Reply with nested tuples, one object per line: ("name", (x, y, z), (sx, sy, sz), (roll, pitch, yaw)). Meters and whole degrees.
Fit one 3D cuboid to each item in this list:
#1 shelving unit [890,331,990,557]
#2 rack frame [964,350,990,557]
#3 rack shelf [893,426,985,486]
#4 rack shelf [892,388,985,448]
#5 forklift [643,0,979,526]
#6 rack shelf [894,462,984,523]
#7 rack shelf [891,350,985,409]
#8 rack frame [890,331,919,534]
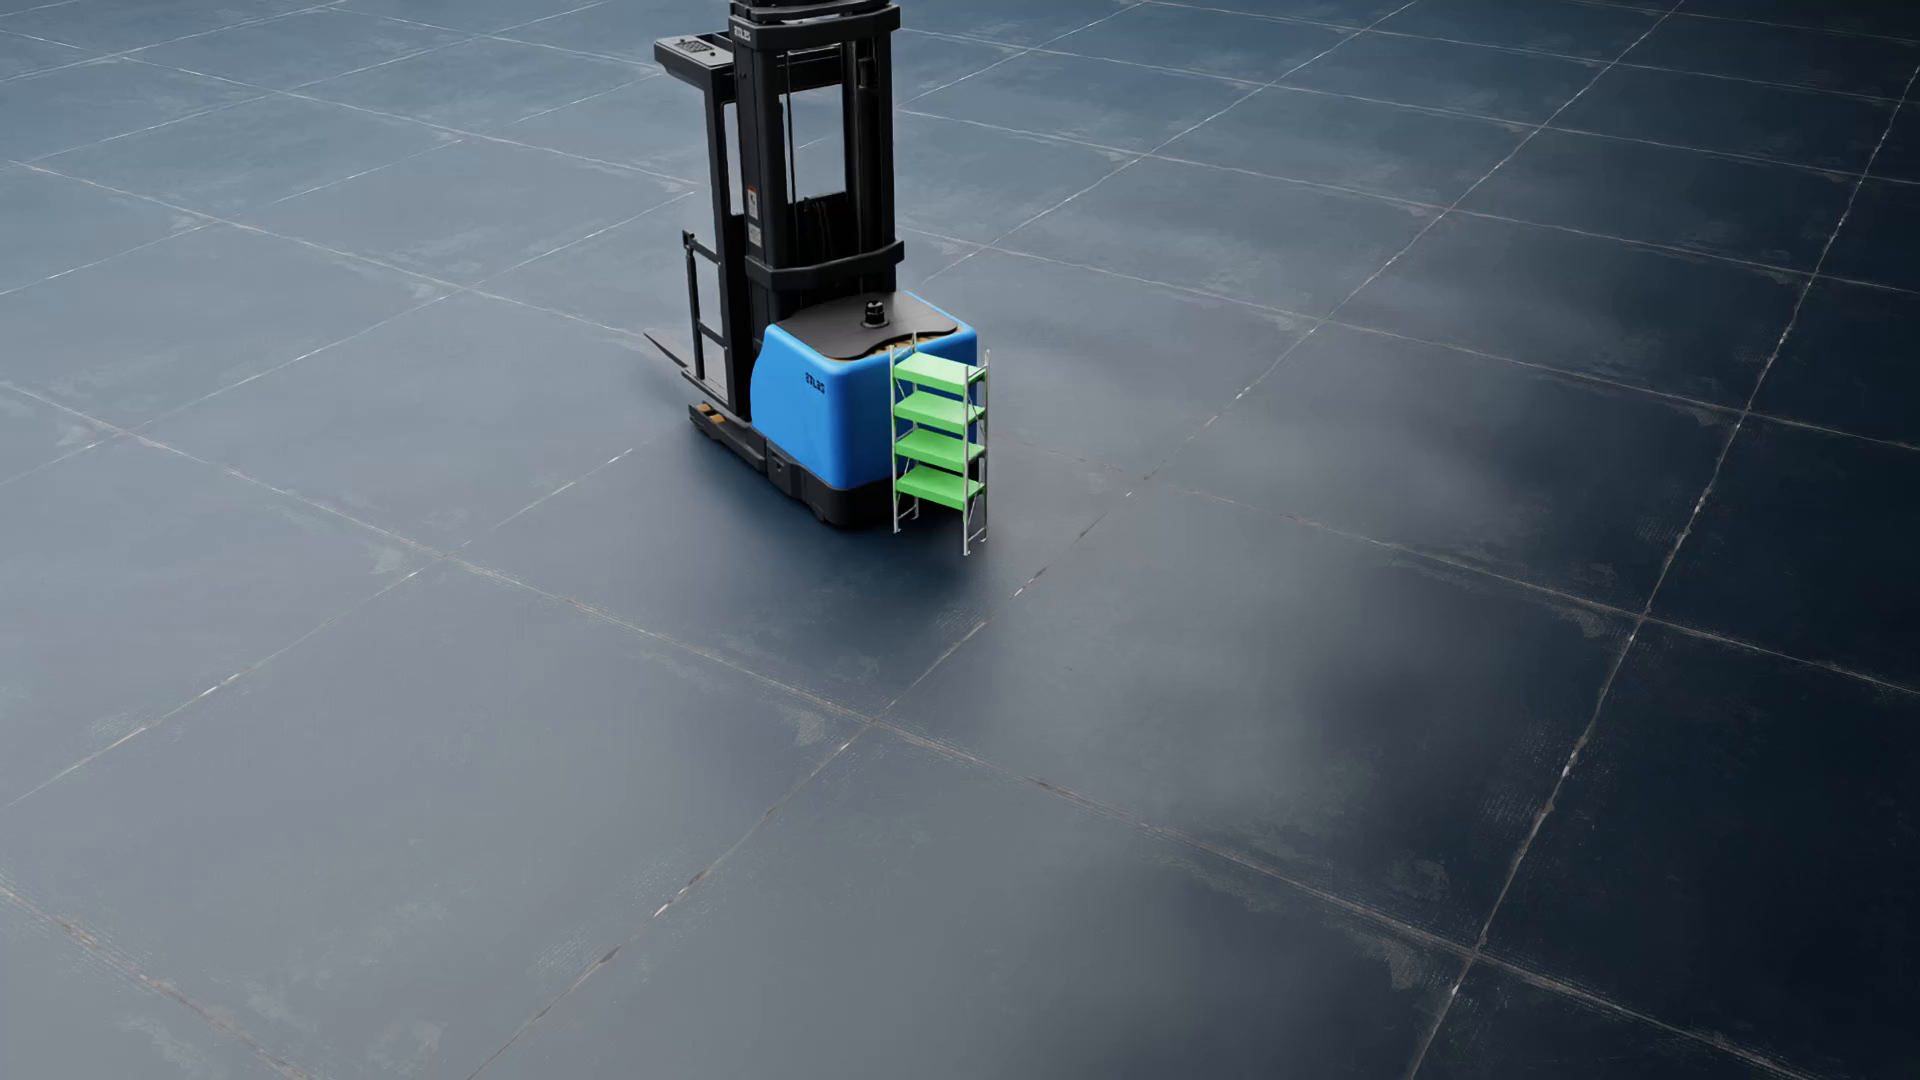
("shelving unit", (-0.113, -0.541, 9.487), (0.503, 1.200, 0.258), (18, 35, 28))
("rack frame", (0.093, -0.475, 9.374), (0.015, 1.200, 0.240), (18, 35, 28))
("rack shelf", (-0.113, -0.486, 9.519), (0.480, 0.148, 0.258), (18, 35, 28))
("rack shelf", (-0.113, -0.693, 9.398), (0.480, 0.148, 0.258), (18, 35, 28))
("forklift", (-1.133, -2.044, 10.344), (1.130, 2.935, 3.031), (-19, 35, -29))
("rack shelf", (-0.113, -0.278, 9.640), (0.480, 0.148, 0.258), (18, 35, 28))
("rack shelf", (-0.113, -0.900, 9.277), (0.480, 0.148, 0.258), (18, 35, 28))
("rack frame", (-0.318, -0.607, 9.600), (0.015, 1.200, 0.240), (18, 35, 28))
